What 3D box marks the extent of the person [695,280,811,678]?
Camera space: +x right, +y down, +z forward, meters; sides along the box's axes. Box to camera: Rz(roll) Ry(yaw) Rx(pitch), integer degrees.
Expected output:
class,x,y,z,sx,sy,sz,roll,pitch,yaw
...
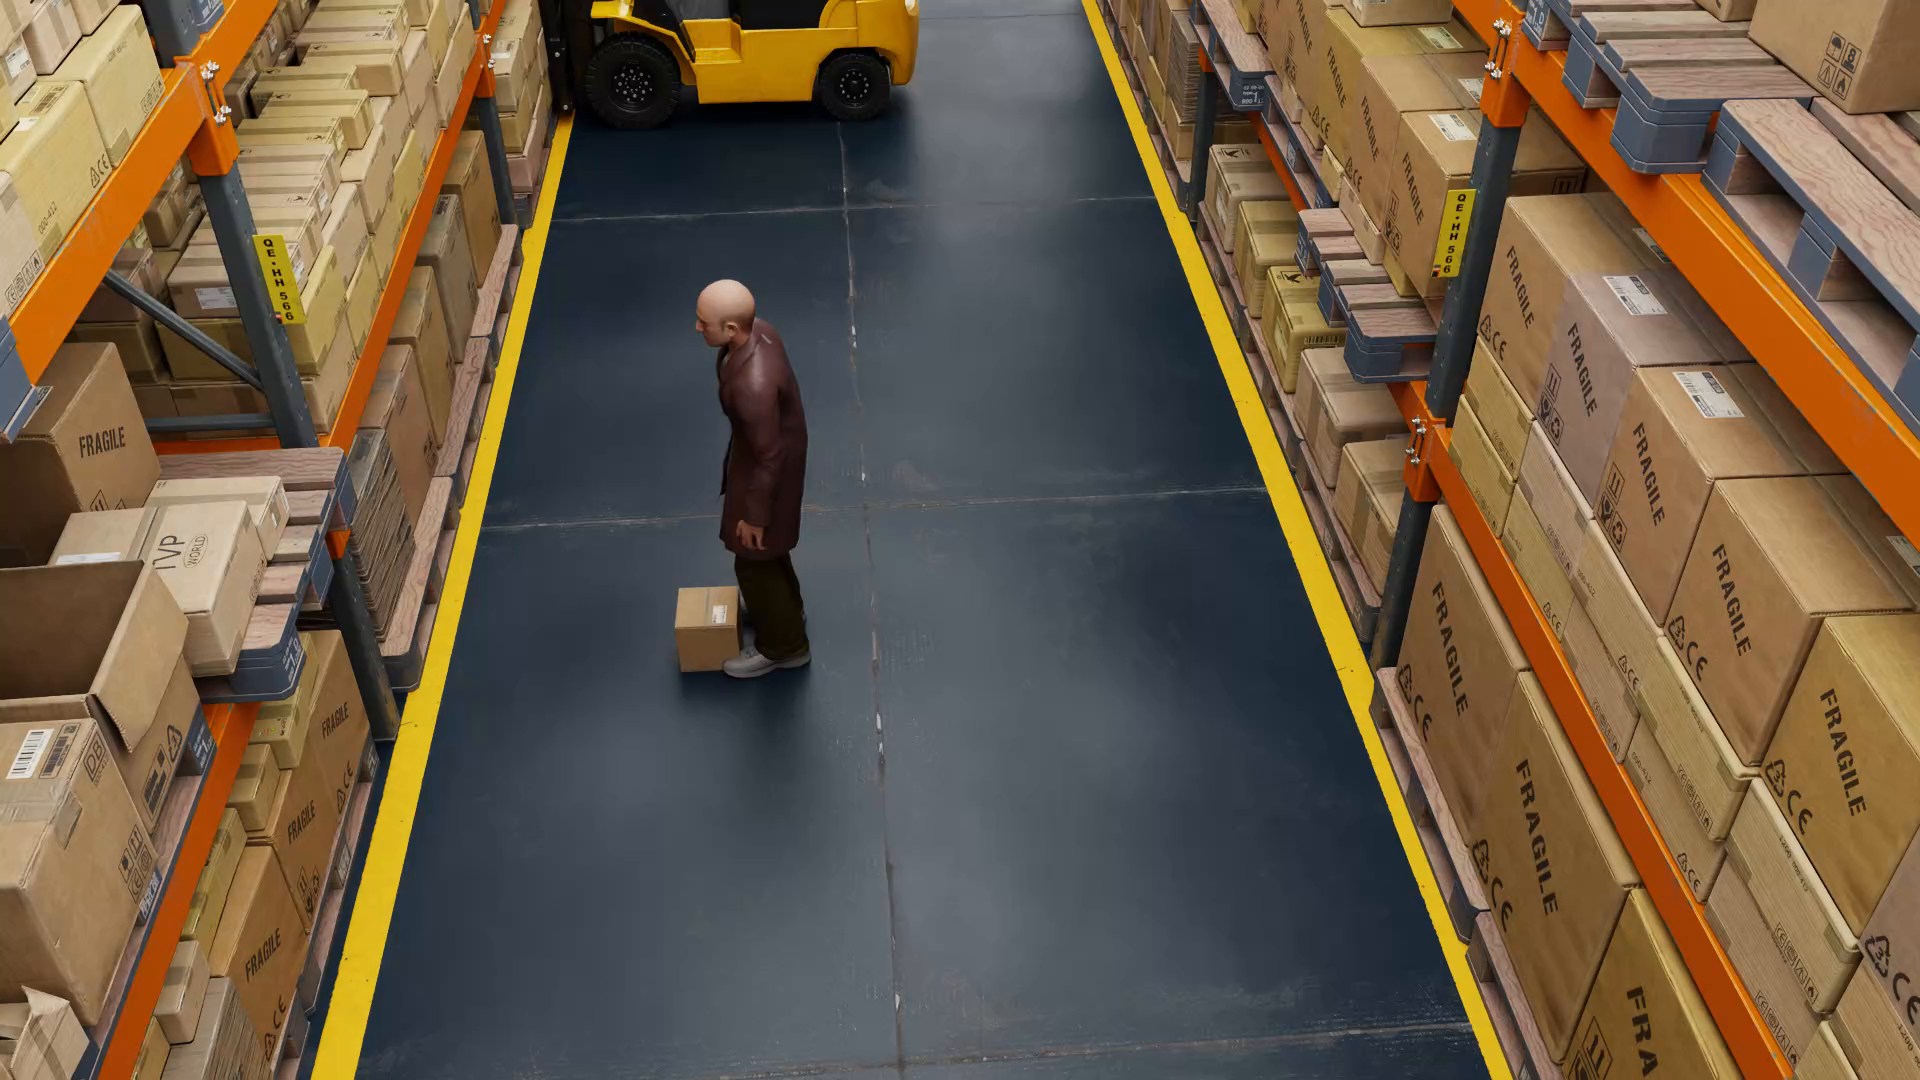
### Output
class,x,y,z,sx,sy,sz,roll,pitch,yaw
person,-0.793,-0.234,6.459,0.422,1.774,0.653,-5,39,-6
